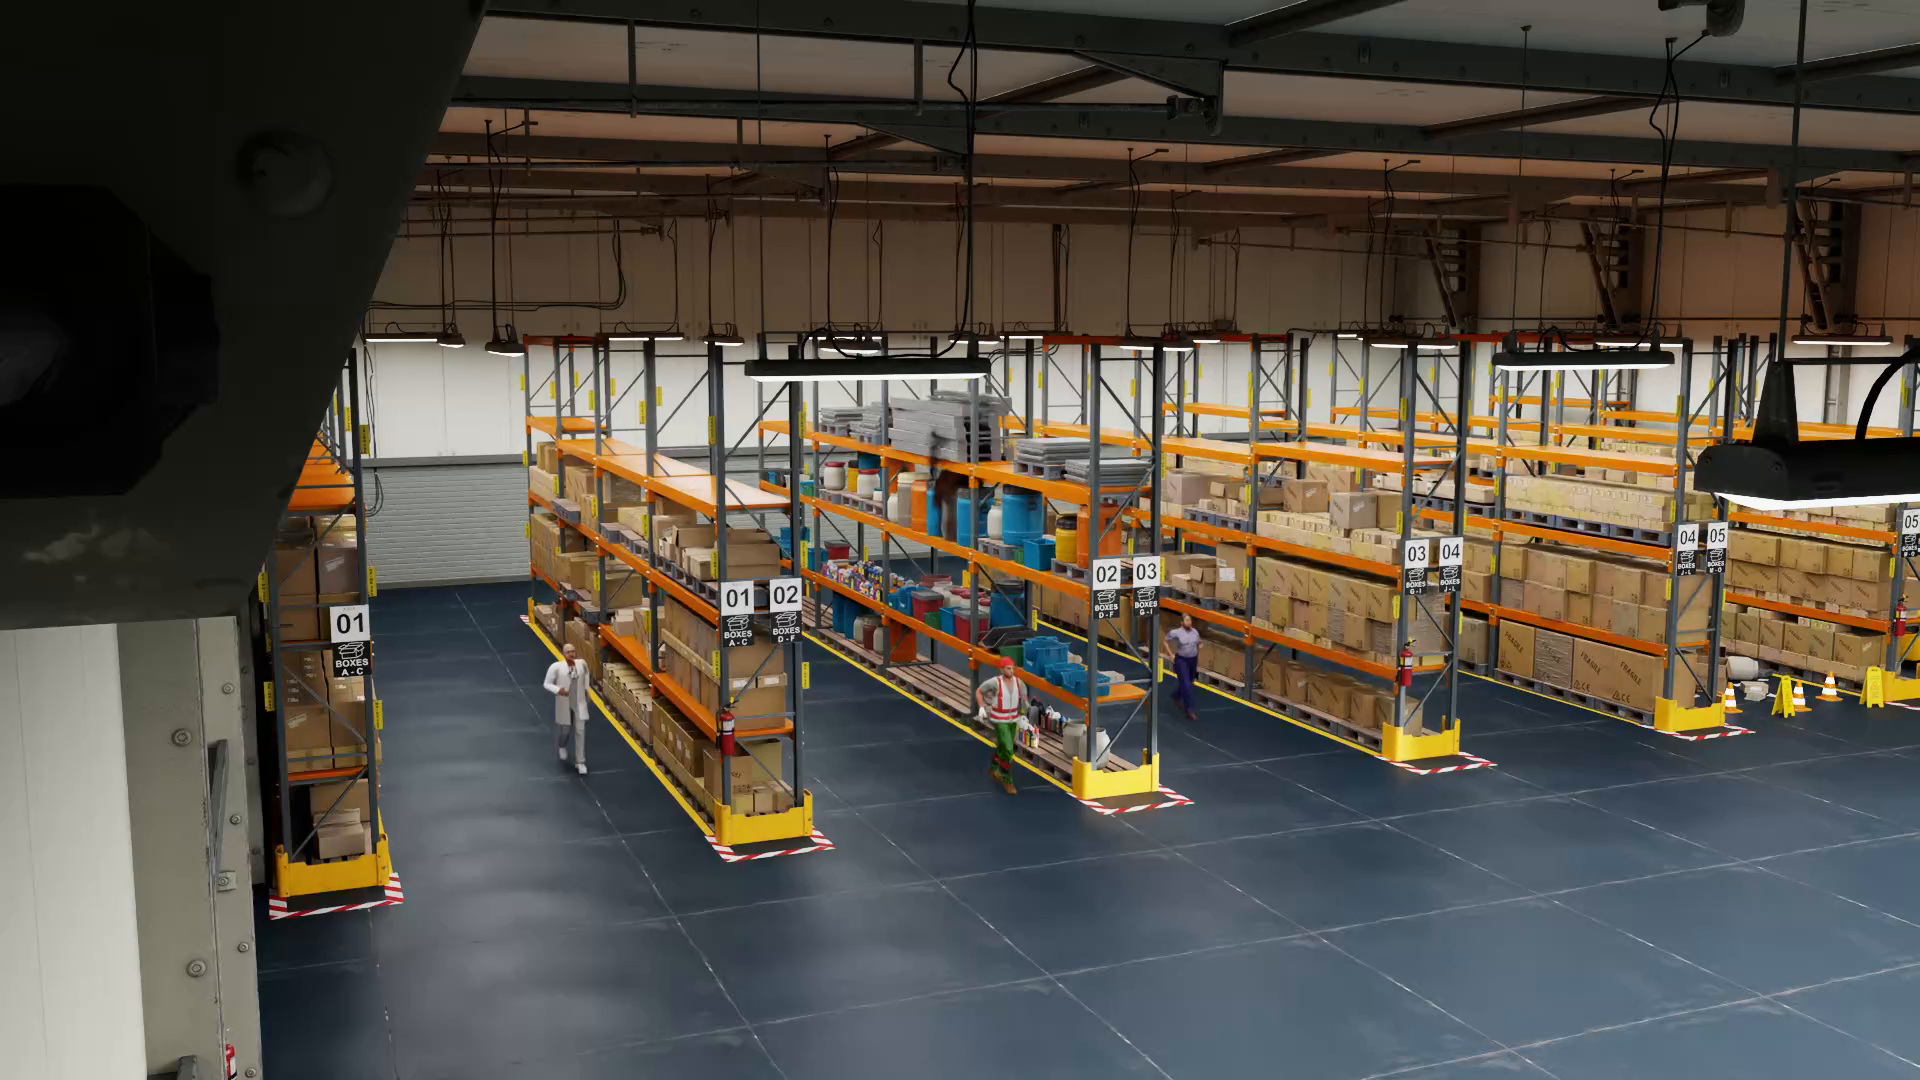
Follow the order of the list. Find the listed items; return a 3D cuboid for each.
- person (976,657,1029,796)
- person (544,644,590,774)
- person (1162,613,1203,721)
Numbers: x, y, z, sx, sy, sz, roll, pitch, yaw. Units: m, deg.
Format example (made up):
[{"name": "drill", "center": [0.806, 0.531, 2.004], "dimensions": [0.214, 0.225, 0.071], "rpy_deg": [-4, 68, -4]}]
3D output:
[{"name": "person", "center": [0.600, 2.472, 22.383], "dimensions": [0.643, 1.844, 0.876], "rpy_deg": [-5, 9, -34]}, {"name": "person", "center": [-5.493, 2.329, 23.396], "dimensions": [0.704, 1.772, 1.070], "rpy_deg": [-4, 8, -26]}, {"name": "person", "center": [3.593, 1.979, 26.526], "dimensions": [0.603, 1.643, 0.940], "rpy_deg": [-4, 9, -29]}]
